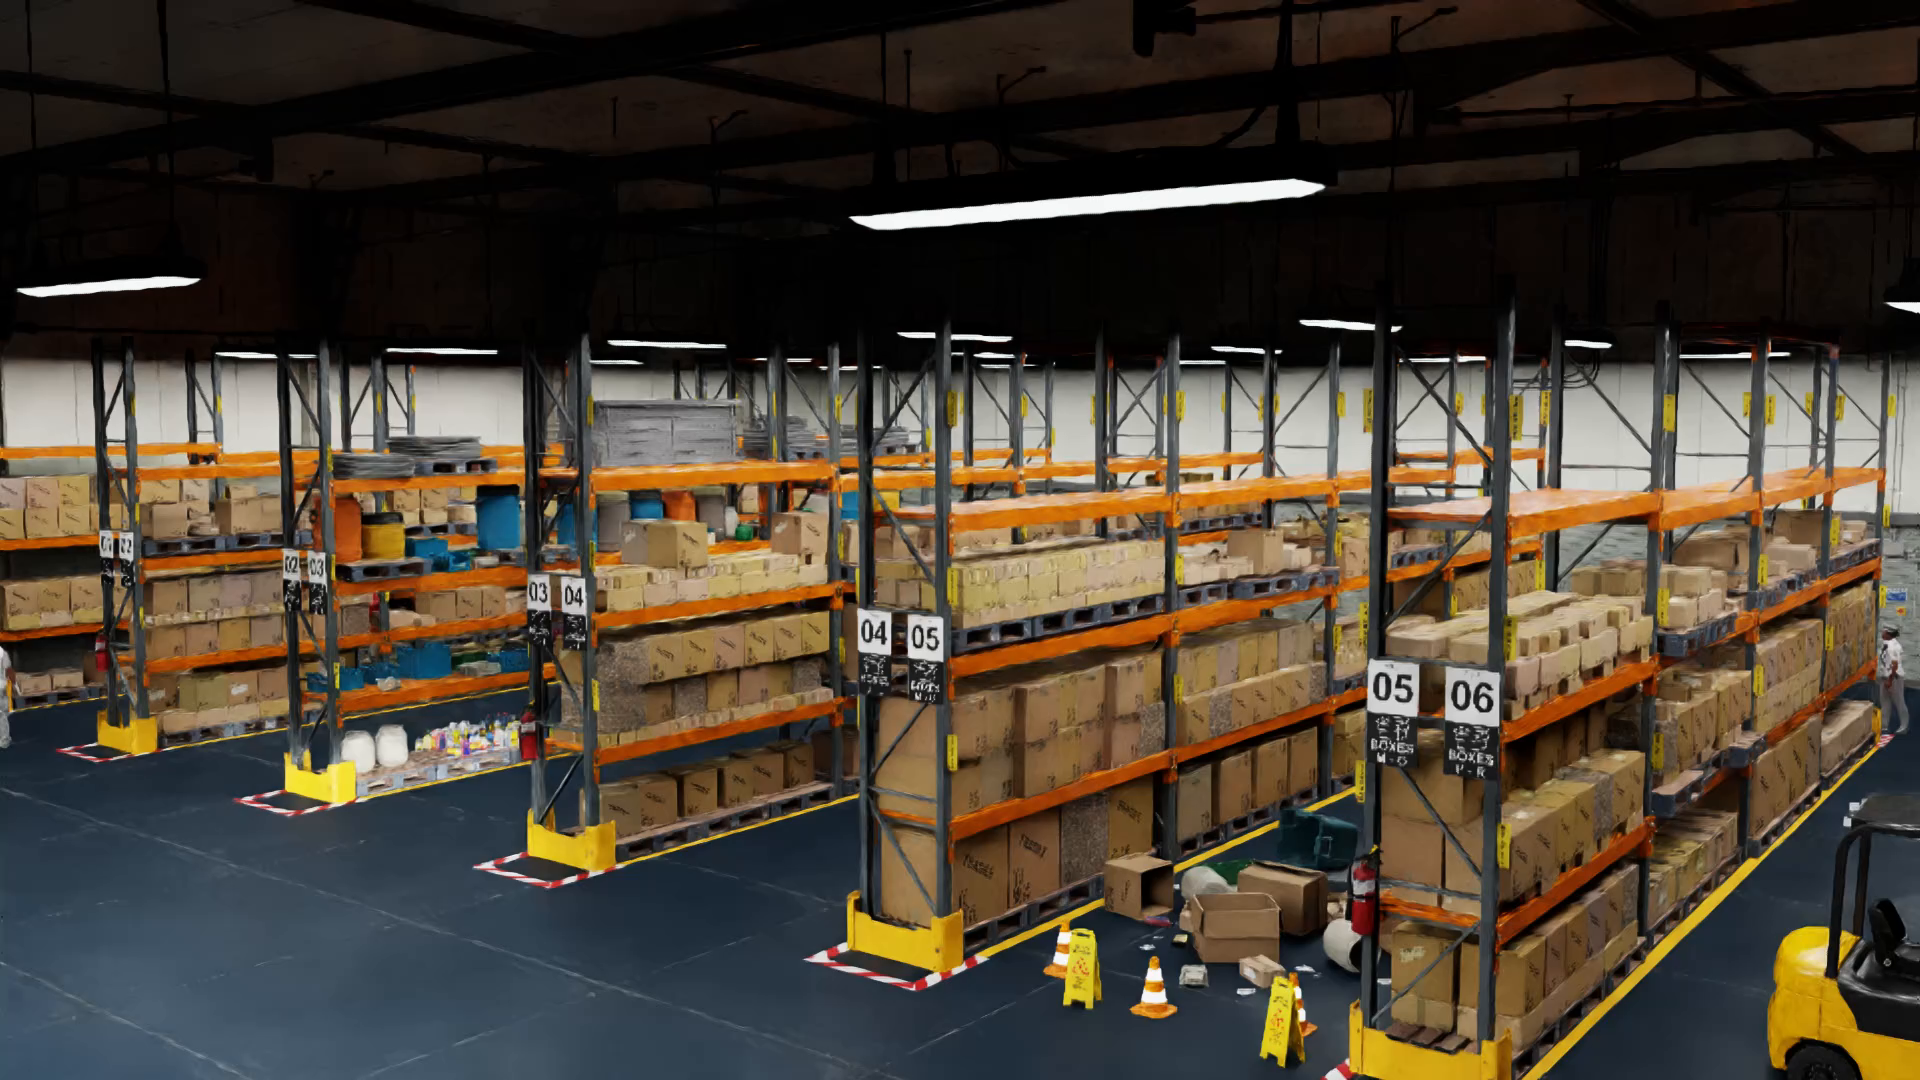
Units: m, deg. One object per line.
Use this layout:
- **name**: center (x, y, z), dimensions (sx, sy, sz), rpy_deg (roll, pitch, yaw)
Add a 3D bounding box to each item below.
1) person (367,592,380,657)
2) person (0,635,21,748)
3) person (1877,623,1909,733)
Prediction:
- **person**: center (-11.020, 1.610, 31.161), dimensions (0.536, 1.659, 1.036), rpy_deg (3, 6, 29)
- **person**: center (-14.060, 2.156, 24.196), dimensions (0.678, 1.782, 0.584), rpy_deg (-3, 6, -29)
- **person**: center (14.308, 2.120, 25.525), dimensions (0.519, 1.666, 0.456), rpy_deg (1, 5, 9)
